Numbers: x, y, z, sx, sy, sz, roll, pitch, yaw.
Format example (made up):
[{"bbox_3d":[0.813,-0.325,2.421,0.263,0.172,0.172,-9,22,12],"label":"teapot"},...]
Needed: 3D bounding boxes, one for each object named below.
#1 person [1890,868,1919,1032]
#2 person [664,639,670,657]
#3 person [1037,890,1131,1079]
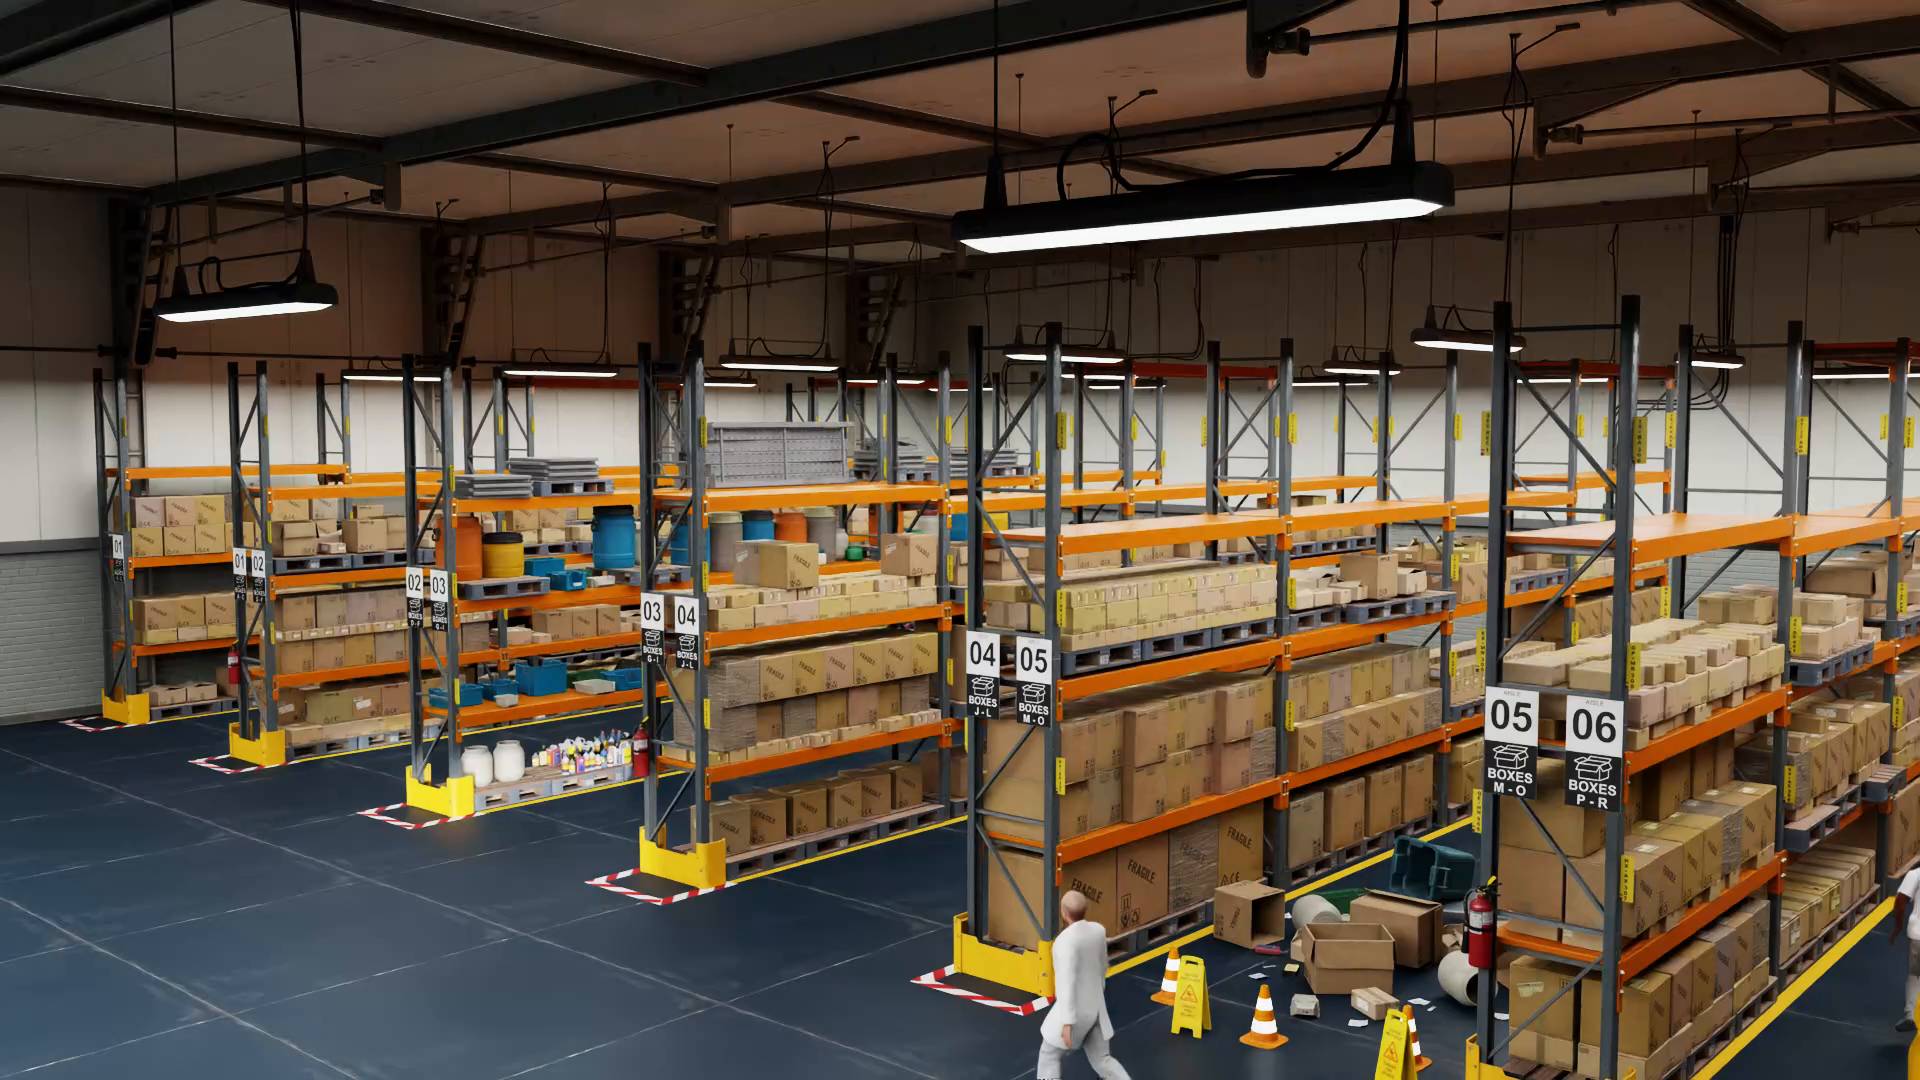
[{"bbox_3d":[8.128,3.328,13.832,0.657,1.654,0.766,4,6,43],"label":"person"},{"bbox_3d":[-6.028,1.872,33.434,0.471,1.656,0.506,-3,5,-38],"label":"person"},{"bbox_3d":[0.904,3.404,12.033,1.099,1.738,0.632,3,5,34],"label":"person"}]
